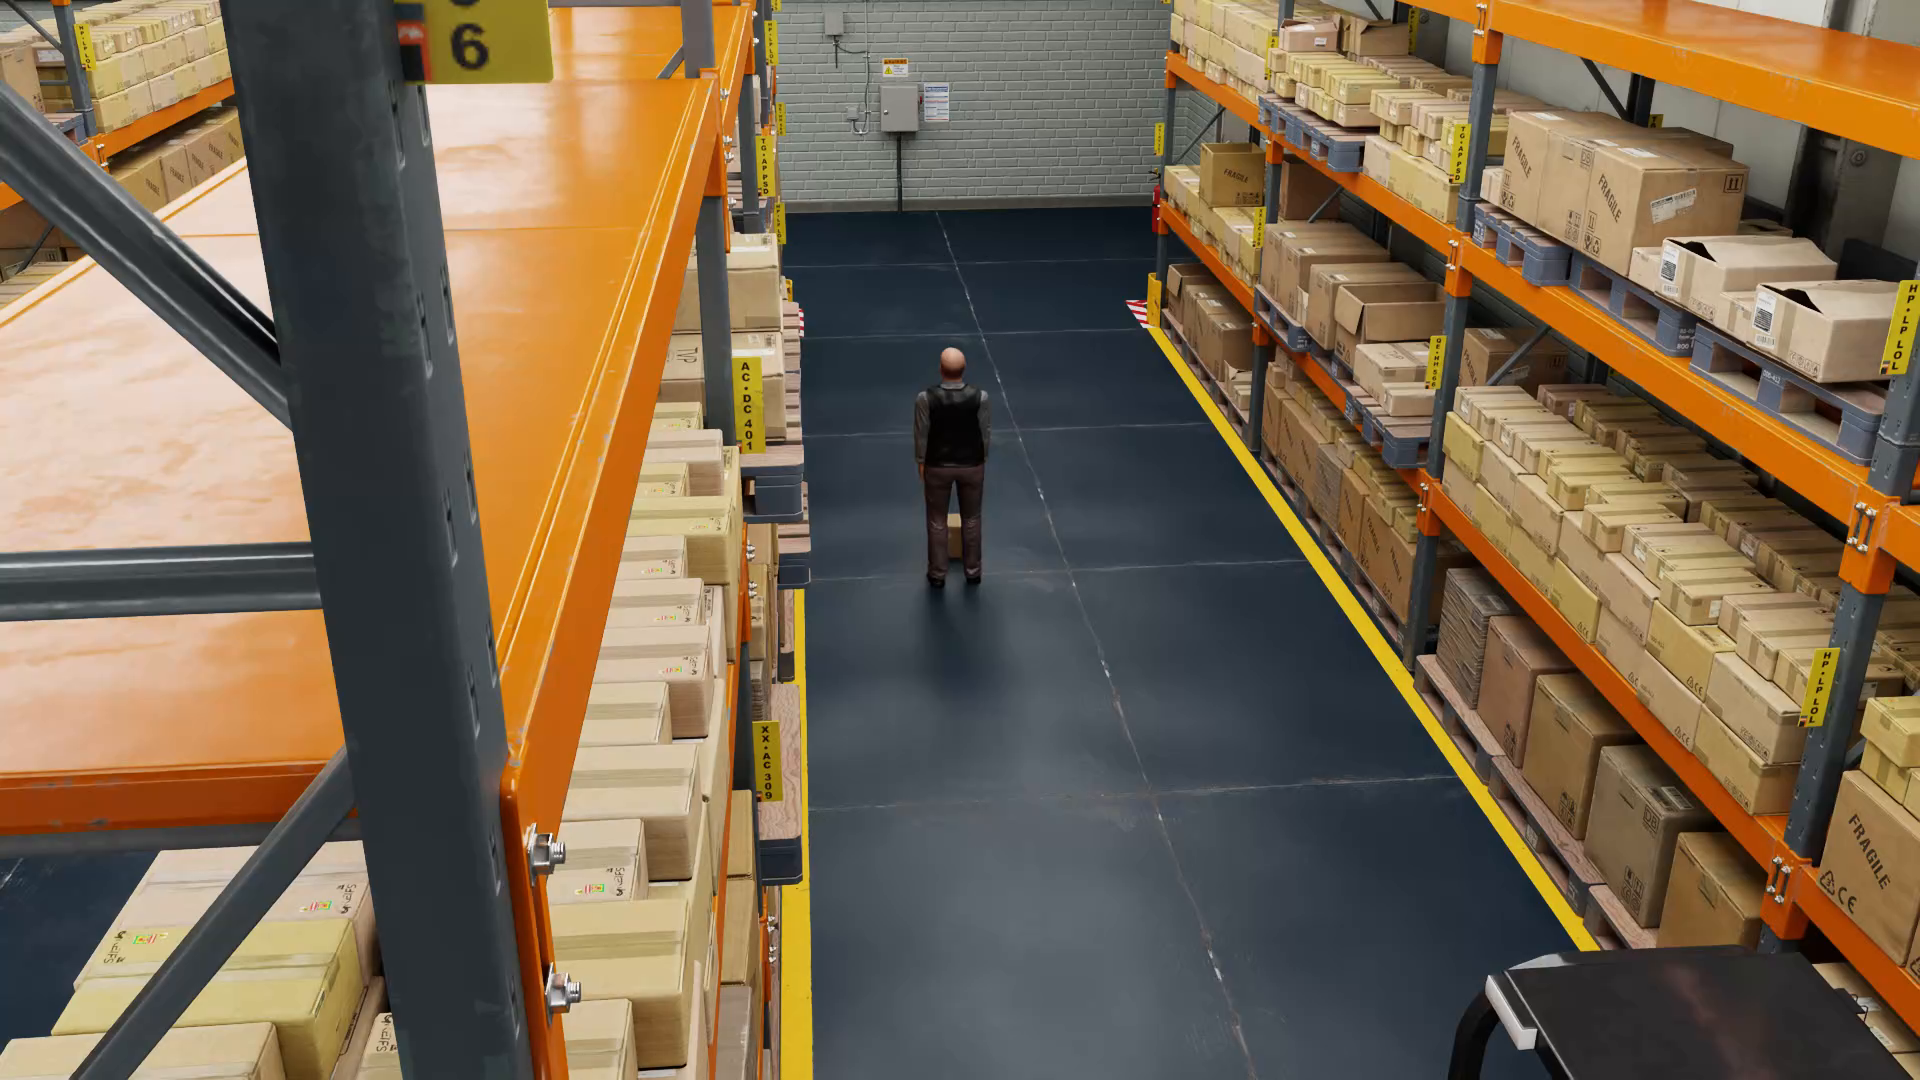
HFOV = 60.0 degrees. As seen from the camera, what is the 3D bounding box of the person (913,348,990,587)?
[{"bbox_3d":[-0.058,-0.504,11.538,0.531,1.732,0.359,-2,24,-4],"label":"person"}]
